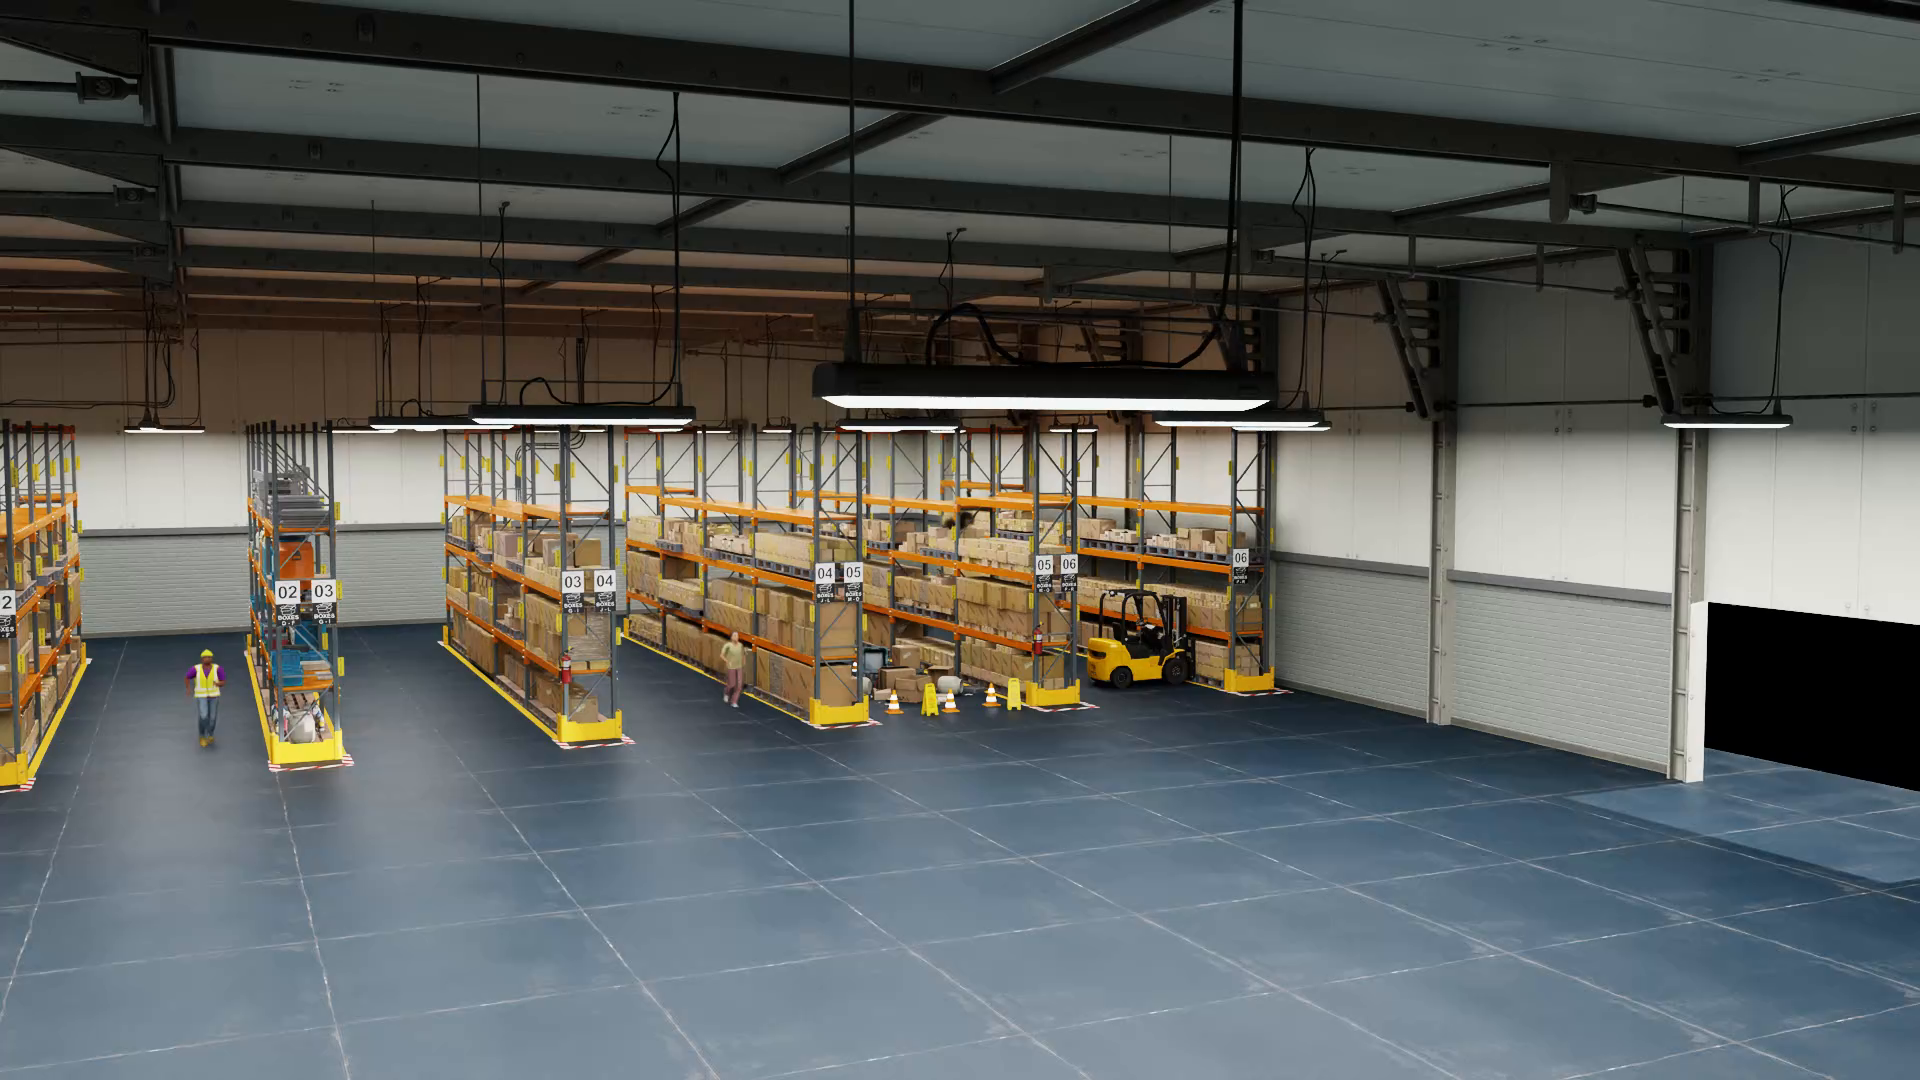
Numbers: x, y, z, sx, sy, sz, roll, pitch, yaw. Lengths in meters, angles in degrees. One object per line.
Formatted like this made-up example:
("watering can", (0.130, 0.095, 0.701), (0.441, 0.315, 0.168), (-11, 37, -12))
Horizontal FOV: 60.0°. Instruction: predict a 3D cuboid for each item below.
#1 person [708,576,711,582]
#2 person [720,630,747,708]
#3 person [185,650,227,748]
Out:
("person", (-7.291, 1.866, 47.886), (0.611, 1.675, 0.939), (-3, 5, -38))
("person", (-4.783, 2.712, 35.140), (0.566, 1.624, 0.546), (-2, 4, -33))
("person", (-13.888, 2.927, 30.680), (0.670, 1.801, 0.728), (-2, 4, -33))
